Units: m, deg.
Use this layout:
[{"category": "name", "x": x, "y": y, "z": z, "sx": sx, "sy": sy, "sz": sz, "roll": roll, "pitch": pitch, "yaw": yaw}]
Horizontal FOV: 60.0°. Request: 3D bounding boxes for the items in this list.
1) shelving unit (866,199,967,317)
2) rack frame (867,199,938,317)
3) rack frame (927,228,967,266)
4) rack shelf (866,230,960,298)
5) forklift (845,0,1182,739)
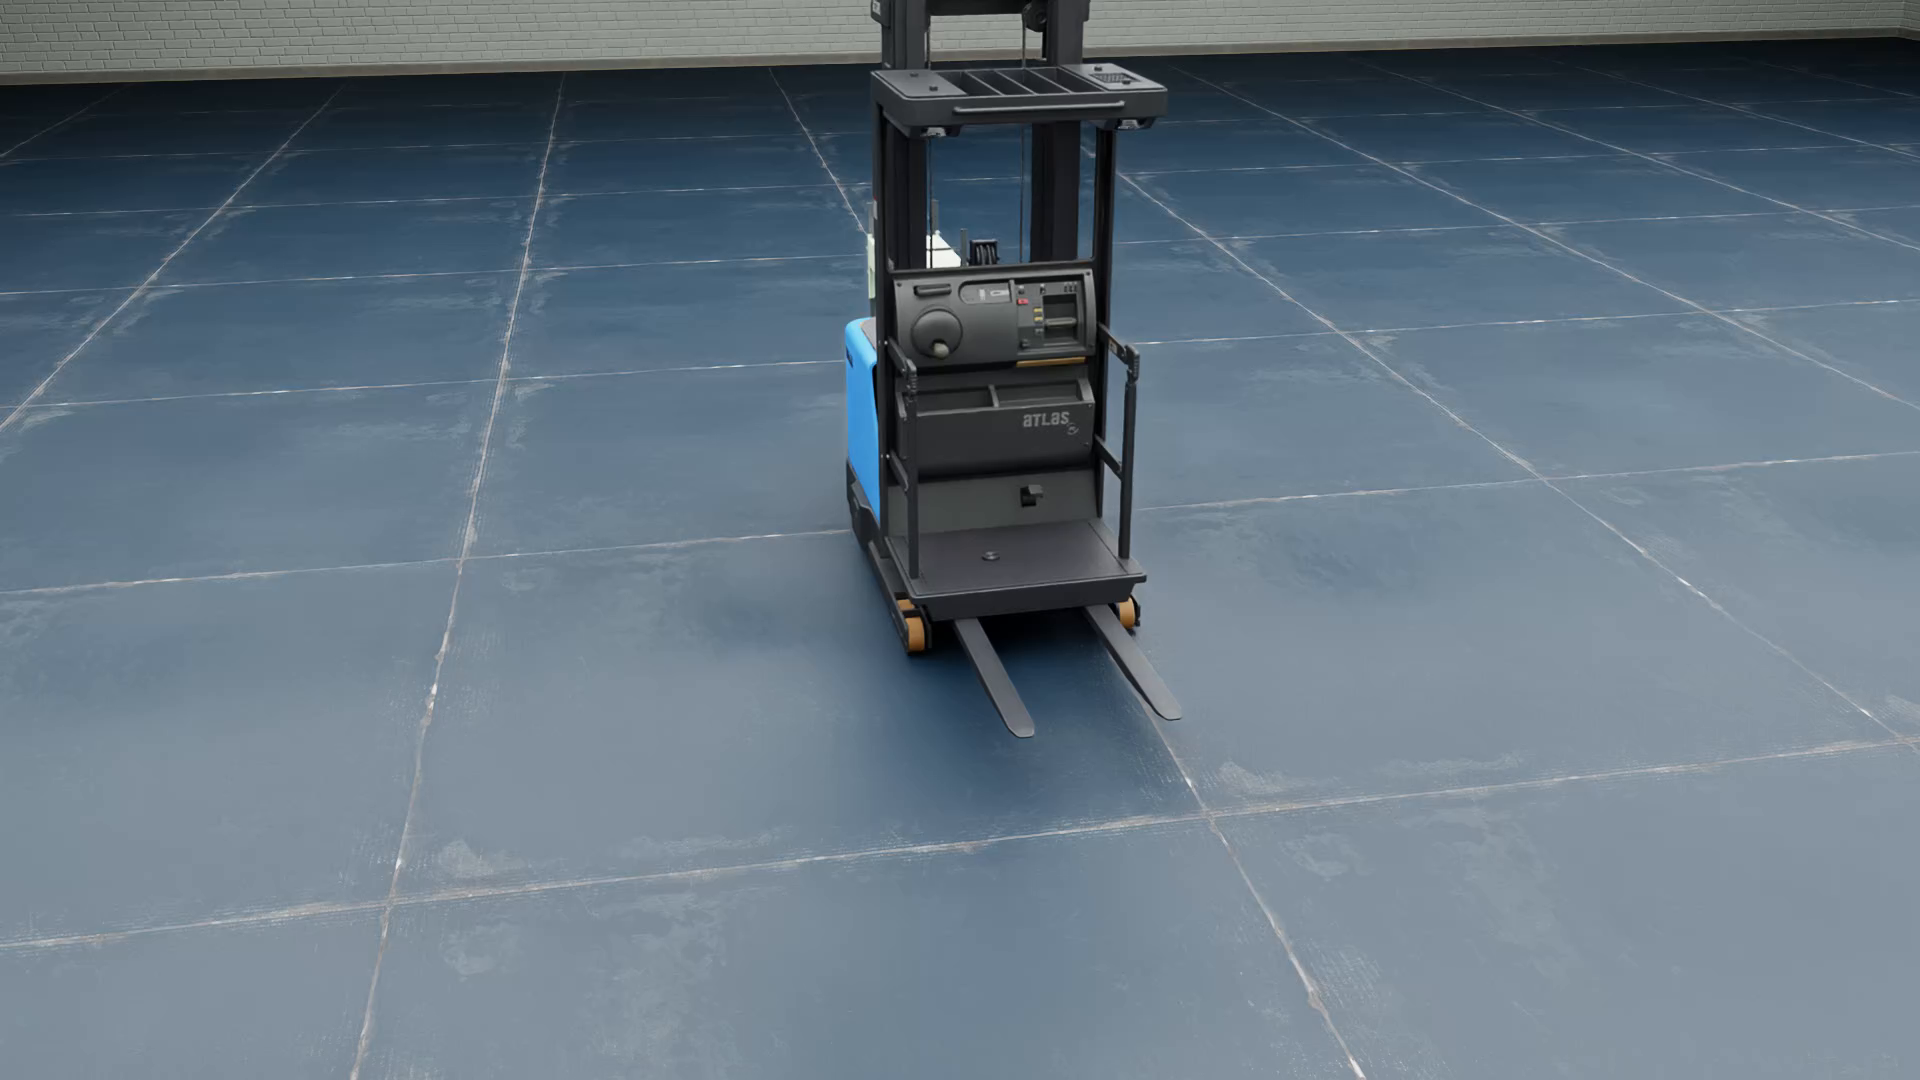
[{"category": "shelving unit", "x": -0.242, "y": -1.082, "z": 9.353, "sx": 0.431, "sy": 1.500, "sz": 0.755, "roll": -5, "pitch": 24, "yaw": -12}, {"category": "rack frame", "x": -0.325, "y": -1.225, "z": 9.680, "sx": 0.400, "sy": 1.500, "sz": 0.023, "roll": -5, "pitch": 24, "yaw": -12}, {"category": "rack frame", "x": -0.160, "y": -0.939, "z": 9.026, "sx": 0.400, "sy": 1.500, "sz": 0.023, "roll": -5, "pitch": 24, "yaw": -12}, {"category": "rack shelf", "x": -0.242, "y": -1.439, "z": 9.197, "sx": 0.431, "sy": 0.370, "sz": 0.720, "roll": -5, "pitch": 24, "yaw": -12}, {"category": "forklift", "x": 0.213, "y": -0.994, "z": 7.365, "sx": 1.130, "sy": 2.935, "sz": 3.031, "roll": -5, "pitch": 24, "yaw": -12}]
